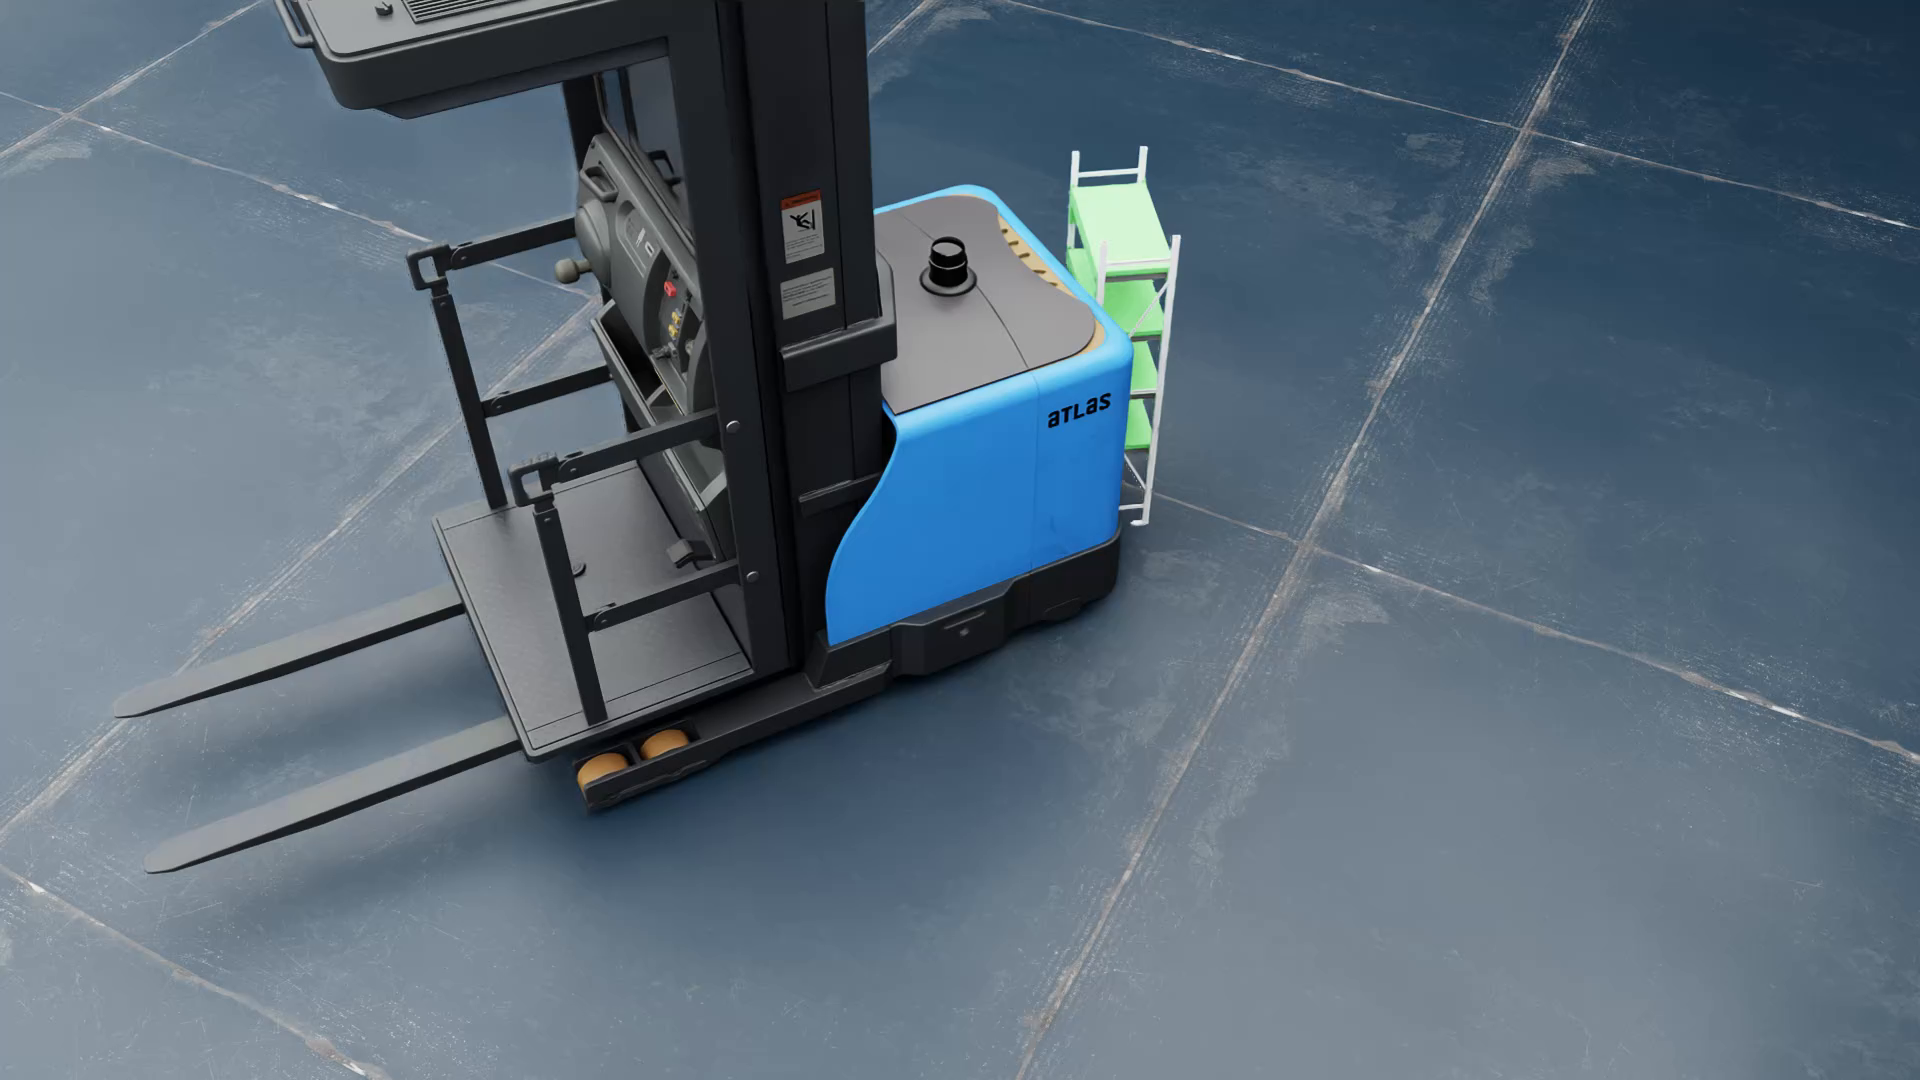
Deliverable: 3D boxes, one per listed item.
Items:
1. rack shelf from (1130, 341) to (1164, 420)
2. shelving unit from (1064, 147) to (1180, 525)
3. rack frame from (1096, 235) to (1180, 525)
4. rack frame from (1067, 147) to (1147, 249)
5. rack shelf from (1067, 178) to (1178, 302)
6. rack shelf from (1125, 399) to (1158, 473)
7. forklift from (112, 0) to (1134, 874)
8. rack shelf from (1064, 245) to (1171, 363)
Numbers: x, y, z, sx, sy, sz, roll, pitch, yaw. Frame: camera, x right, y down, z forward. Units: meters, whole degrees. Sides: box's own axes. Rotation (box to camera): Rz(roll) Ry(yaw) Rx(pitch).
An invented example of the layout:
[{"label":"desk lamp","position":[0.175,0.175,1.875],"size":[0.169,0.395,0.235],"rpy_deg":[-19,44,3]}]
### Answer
[{"label":"rack shelf","position":[0.507,-0.600,5.589],"size":[0.258,0.148,0.480],"rpy_deg":[-5,46,-5]},{"label":"shelving unit","position":[0.507,-0.645,5.544],"size":[0.258,1.200,0.503],"rpy_deg":[-5,46,-5]},{"label":"rack frame","position":[0.537,-0.473,5.374],"size":[0.240,1.200,0.015],"rpy_deg":[-5,46,-5]},{"label":"rack frame","position":[0.477,-0.817,5.714],"size":[0.240,1.200,0.015],"rpy_deg":[-5,46,-5]},{"label":"rack shelf","position":[0.507,-0.938,5.248],"size":[0.258,0.148,0.480],"rpy_deg":[-5,46,-5]},{"label":"rack shelf","position":[0.507,-0.431,5.760],"size":[0.258,0.148,0.480],"rpy_deg":[-5,46,-5]},{"label":"forklift","position":[-1.027,-0.667,4.349],"size":[3.031,2.935,1.130],"rpy_deg":[-20,49,-19]},{"label":"rack shelf","position":[0.507,-0.769,5.419],"size":[0.258,0.148,0.480],"rpy_deg":[-5,46,-5]}]
